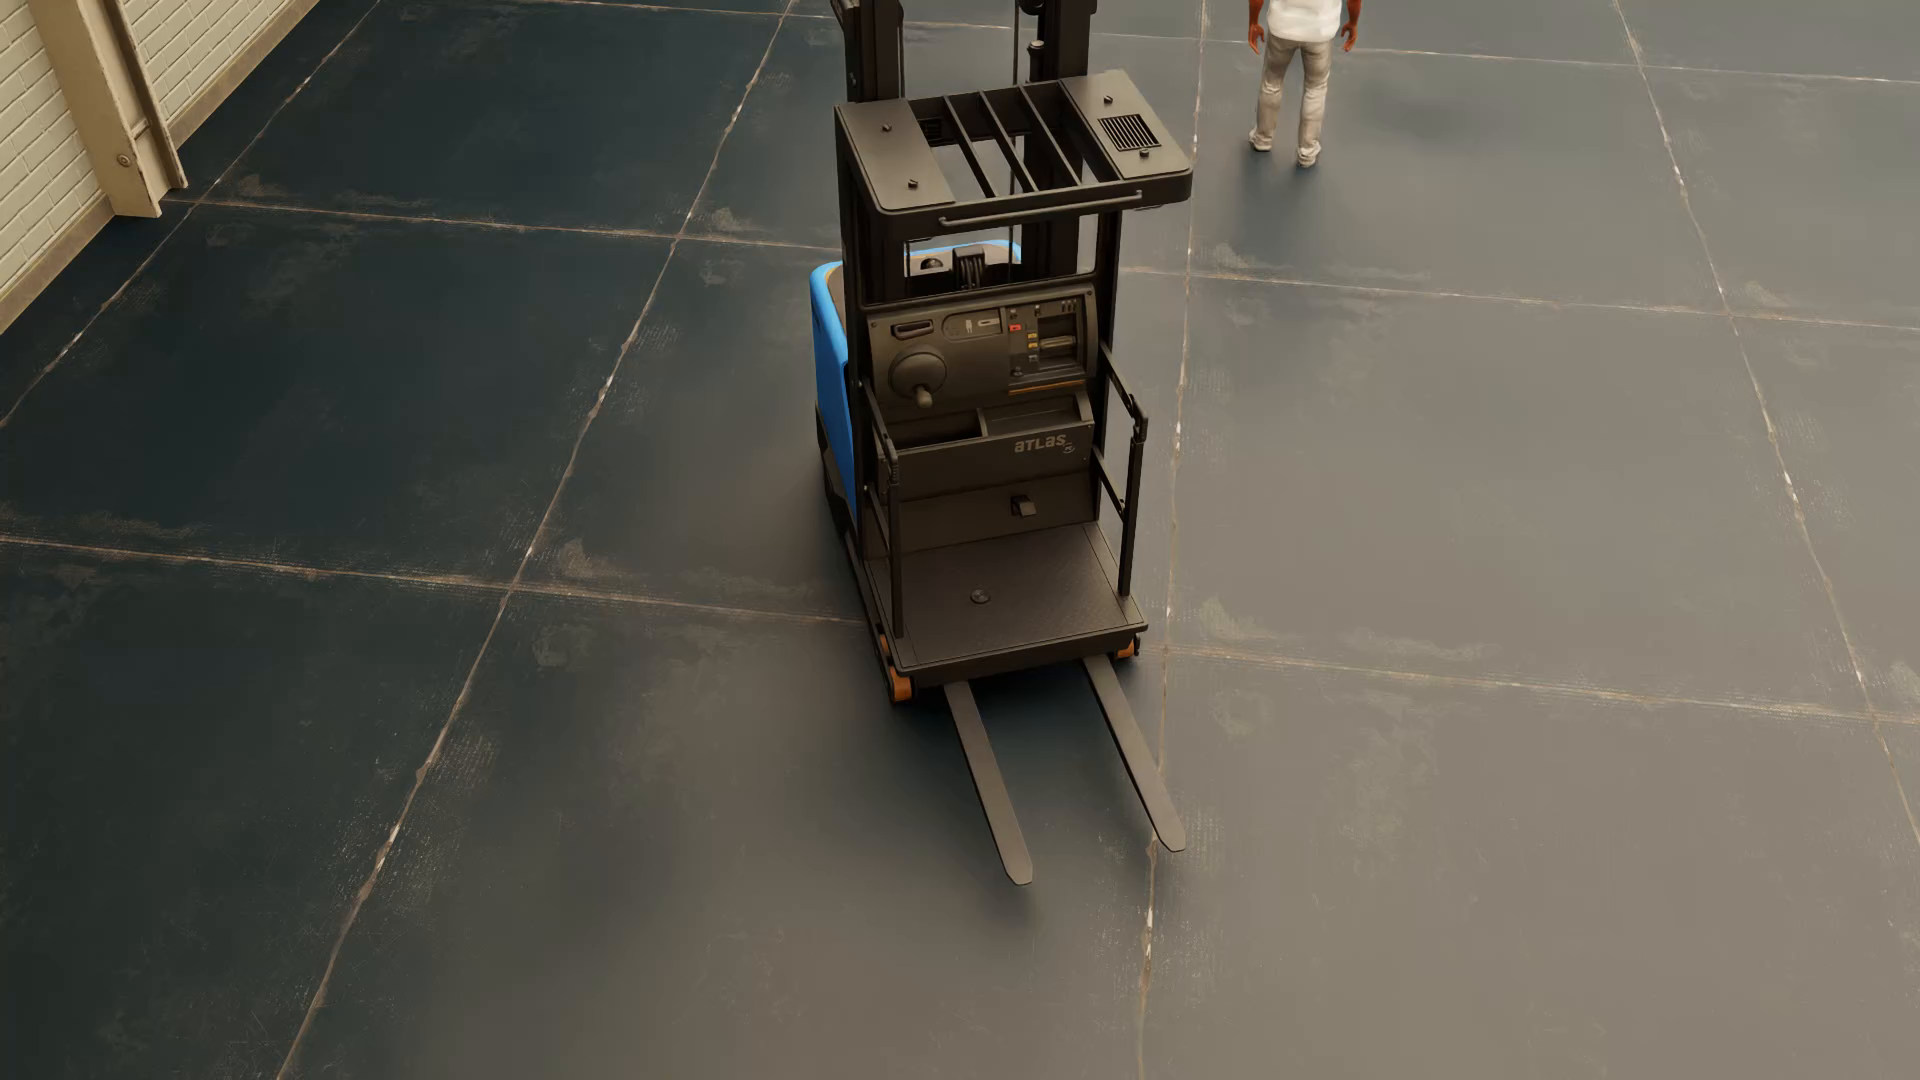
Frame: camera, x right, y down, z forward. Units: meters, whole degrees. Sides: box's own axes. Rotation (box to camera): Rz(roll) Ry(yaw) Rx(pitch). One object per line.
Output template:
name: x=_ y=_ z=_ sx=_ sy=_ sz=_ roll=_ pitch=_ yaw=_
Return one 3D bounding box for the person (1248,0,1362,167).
person: x=2.063 y=-3.104 z=9.992 sx=0.658 sy=1.787 sz=0.513 roll=9 pitch=43 yaw=10

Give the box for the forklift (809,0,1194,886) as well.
forklift: x=0.153 y=-0.681 z=6.465 sx=1.130 sy=2.935 sz=3.031 roll=-10 pitch=44 yaw=-11
